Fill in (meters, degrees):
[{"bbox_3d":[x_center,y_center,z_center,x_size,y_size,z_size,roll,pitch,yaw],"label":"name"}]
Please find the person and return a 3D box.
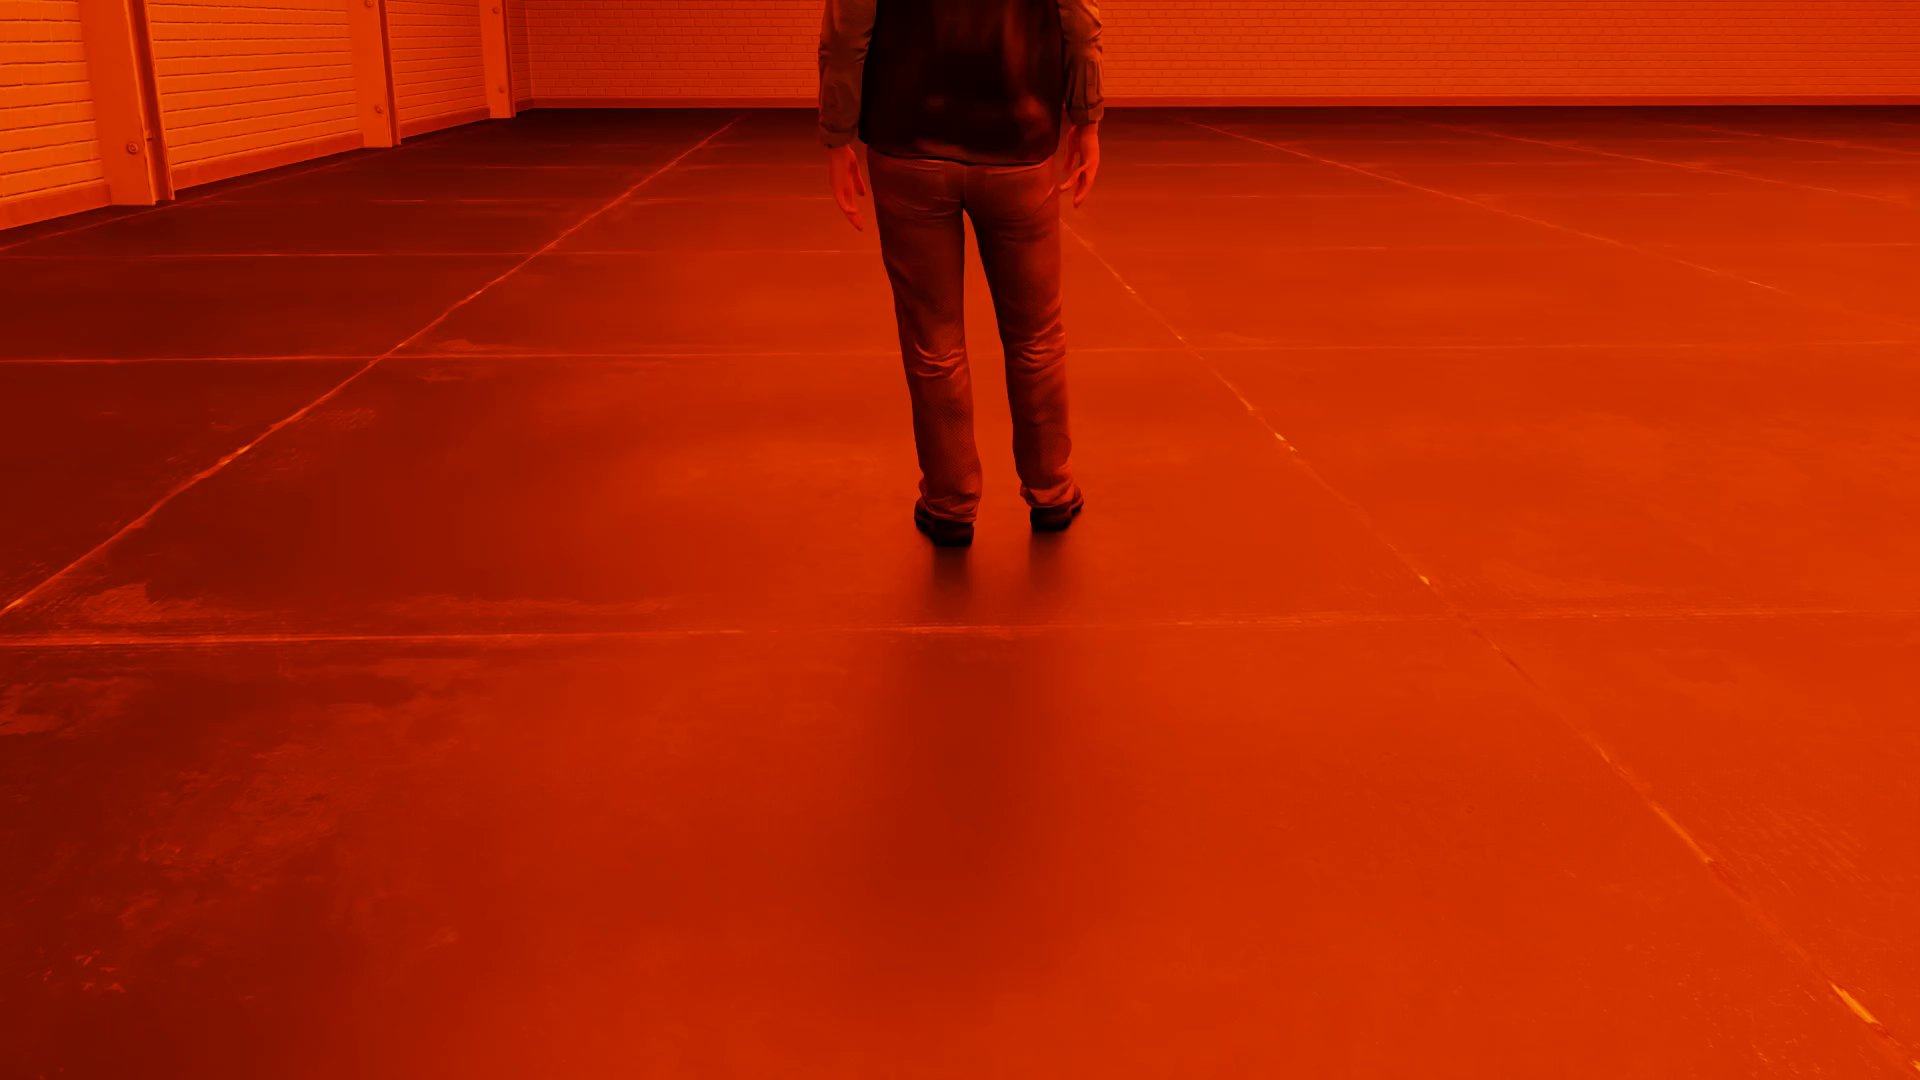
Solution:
[{"bbox_3d":[0.005,-0.848,3.724,0.632,1.720,0.568,-1,17,-3],"label":"person"}]
